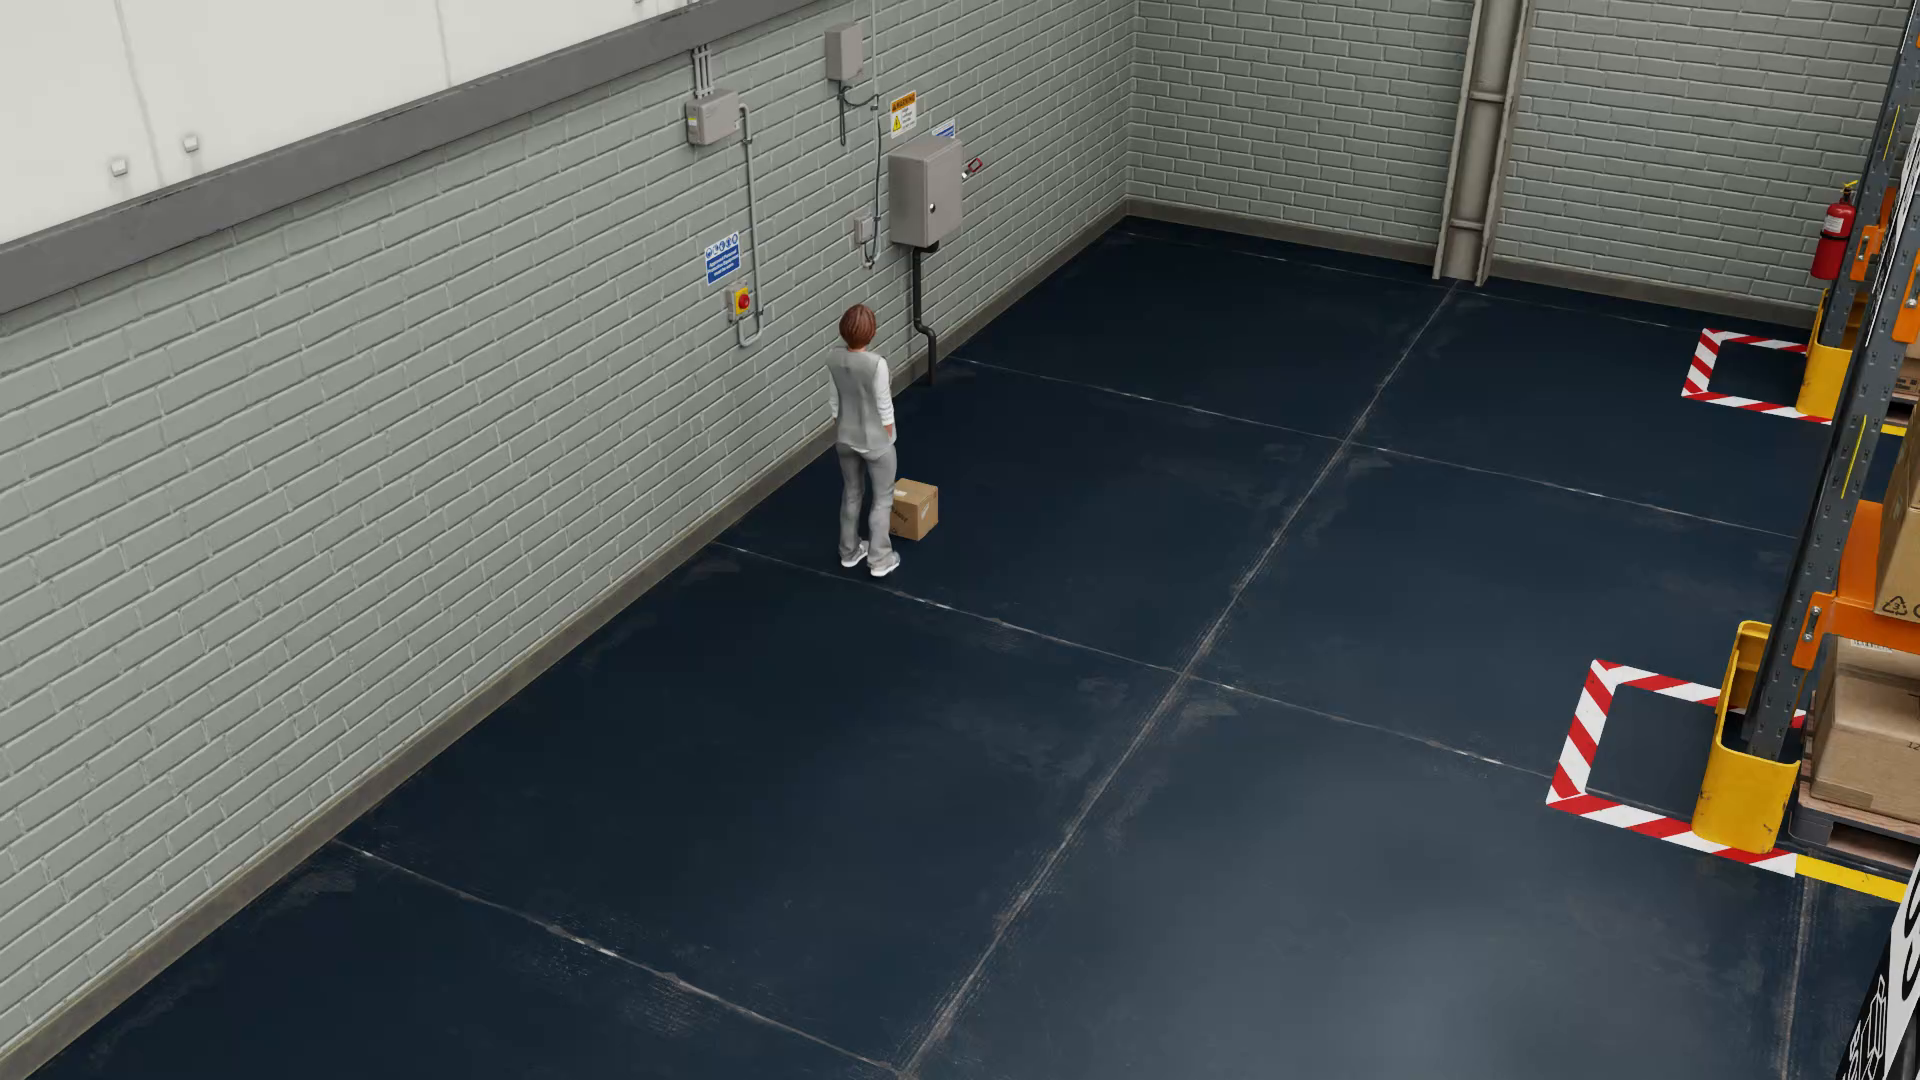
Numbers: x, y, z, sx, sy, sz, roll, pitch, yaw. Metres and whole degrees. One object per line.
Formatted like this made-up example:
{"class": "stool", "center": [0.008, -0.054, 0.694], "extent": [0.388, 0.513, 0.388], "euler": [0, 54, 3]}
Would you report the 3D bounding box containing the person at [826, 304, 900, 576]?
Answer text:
{"class": "person", "center": [-0.542, -0.550, 9.239], "extent": [0.407, 1.595, 0.303], "euler": [15, 34, 24]}
